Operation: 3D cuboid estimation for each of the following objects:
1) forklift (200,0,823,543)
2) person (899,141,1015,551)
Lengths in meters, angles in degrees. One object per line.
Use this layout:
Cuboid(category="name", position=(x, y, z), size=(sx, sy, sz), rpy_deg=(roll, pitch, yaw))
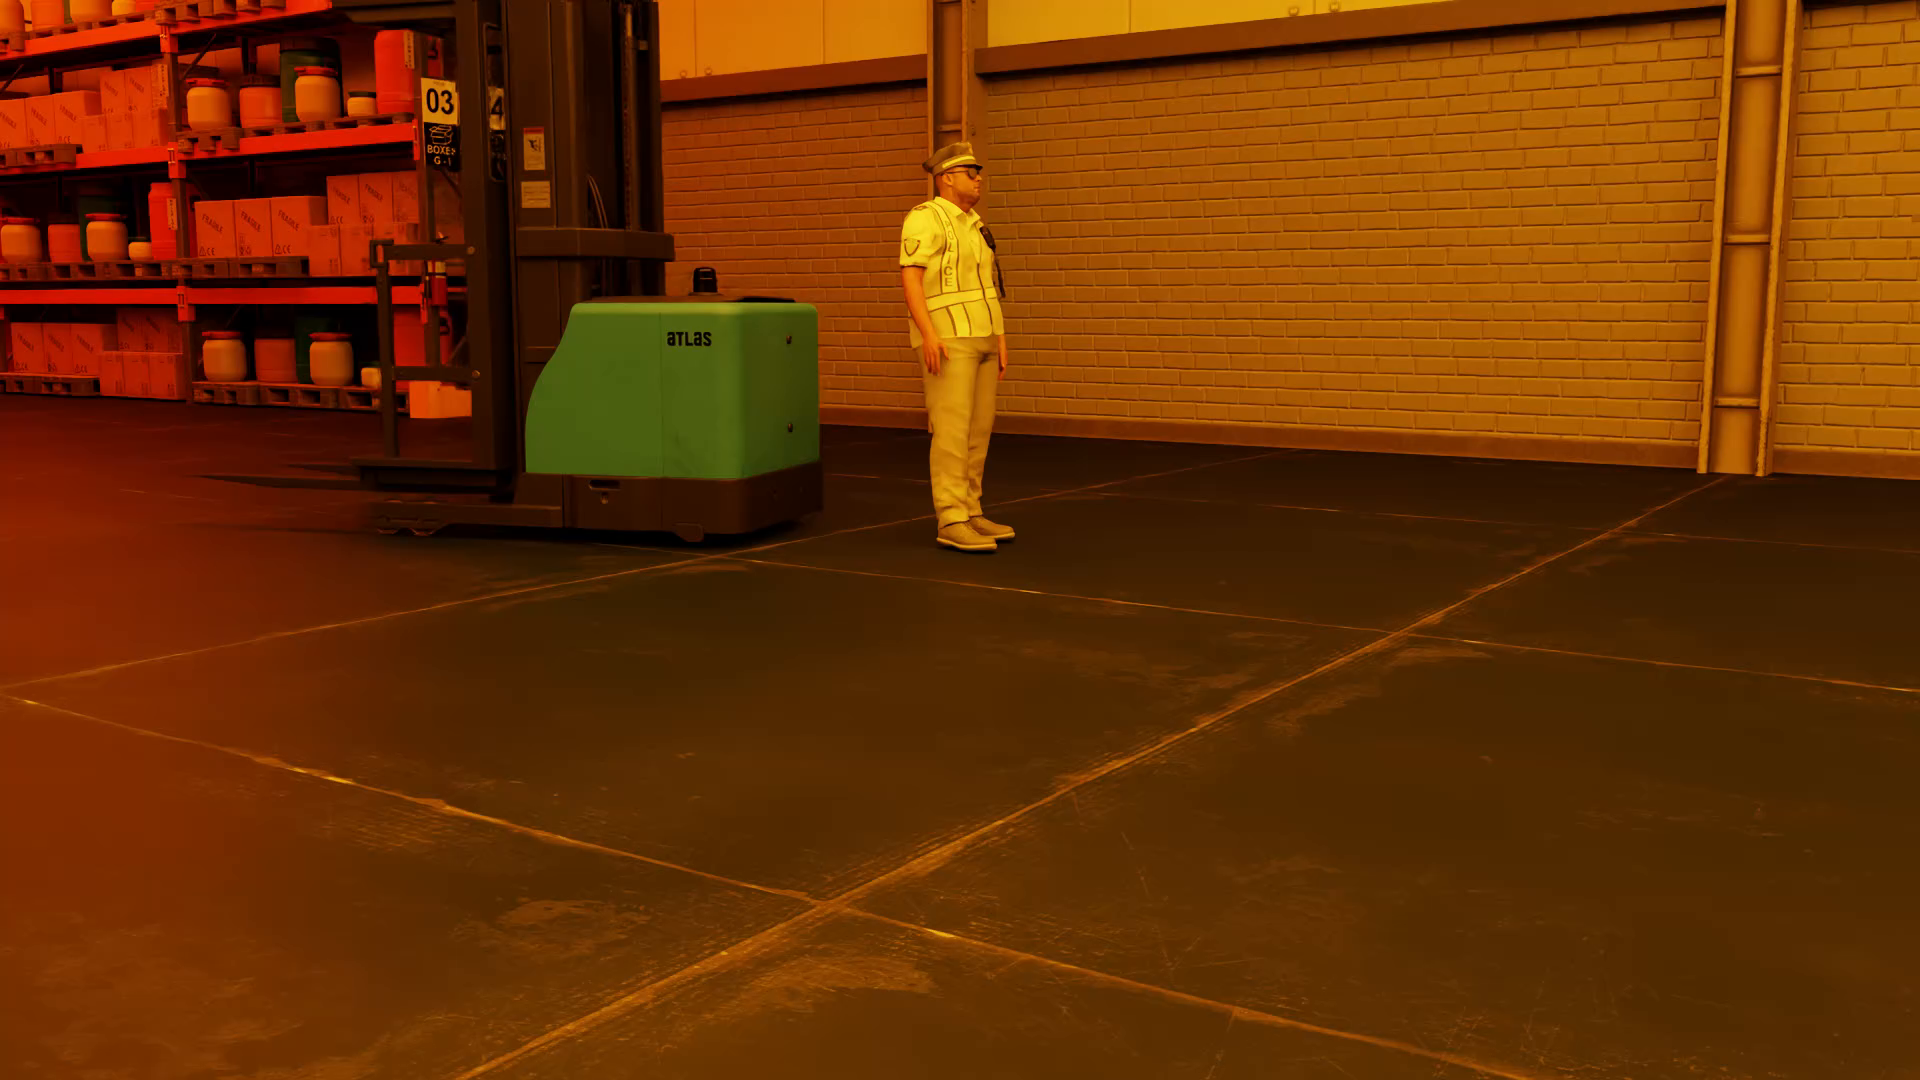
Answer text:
Cuboid(category="forklift", position=(-2.246, -1.534, 7.980), size=(3.031, 2.935, 1.130), rpy_deg=(2, 8, 17))
Cuboid(category="person", position=(0.058, -0.882, 7.424), size=(0.575, 1.781, 0.640), rpy_deg=(5, 10, 34))
